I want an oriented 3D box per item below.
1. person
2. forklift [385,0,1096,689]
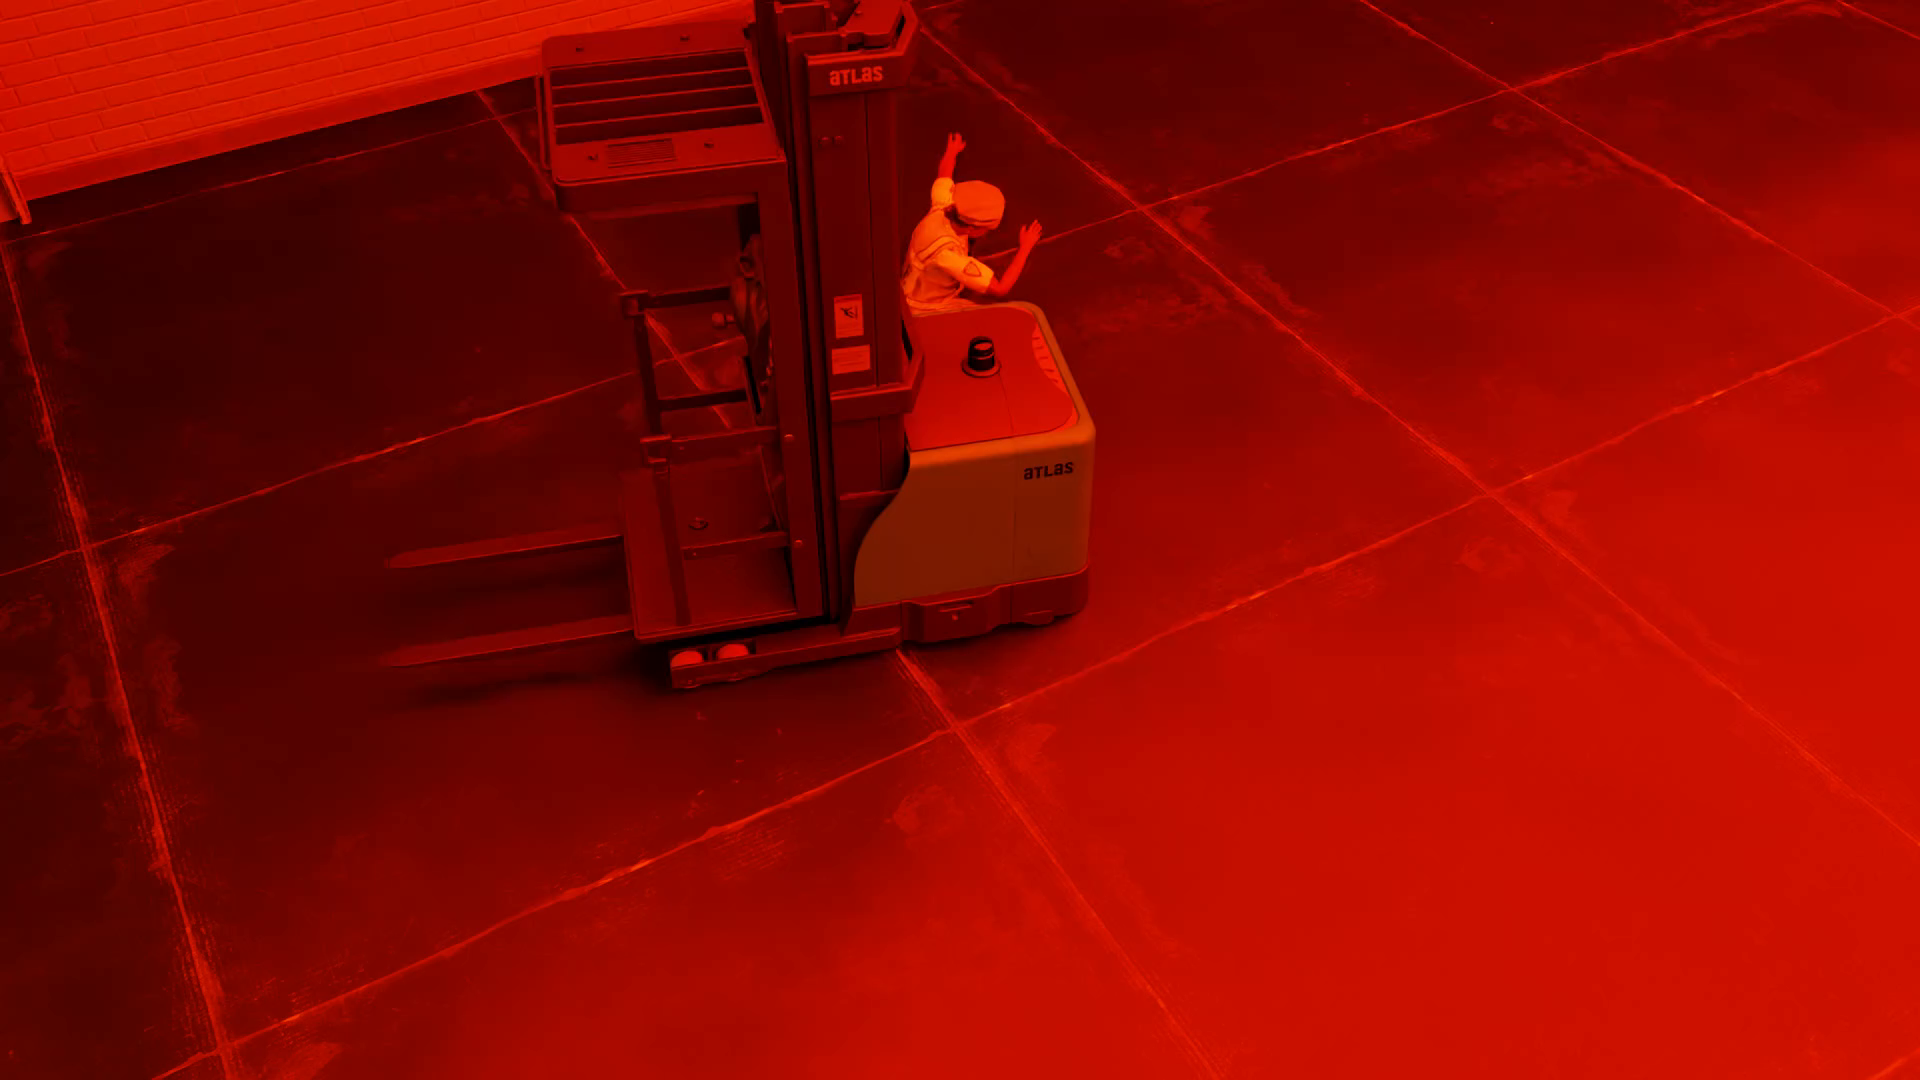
[{"bbox_3d":[0.038,-1.190,8.166,0.709,1.363,1.410,6,43,6],"label":"person"},{"bbox_3d":[-1.000,-0.832,6.595,3.031,2.935,1.130,-9,44,-9],"label":"forklift"}]
